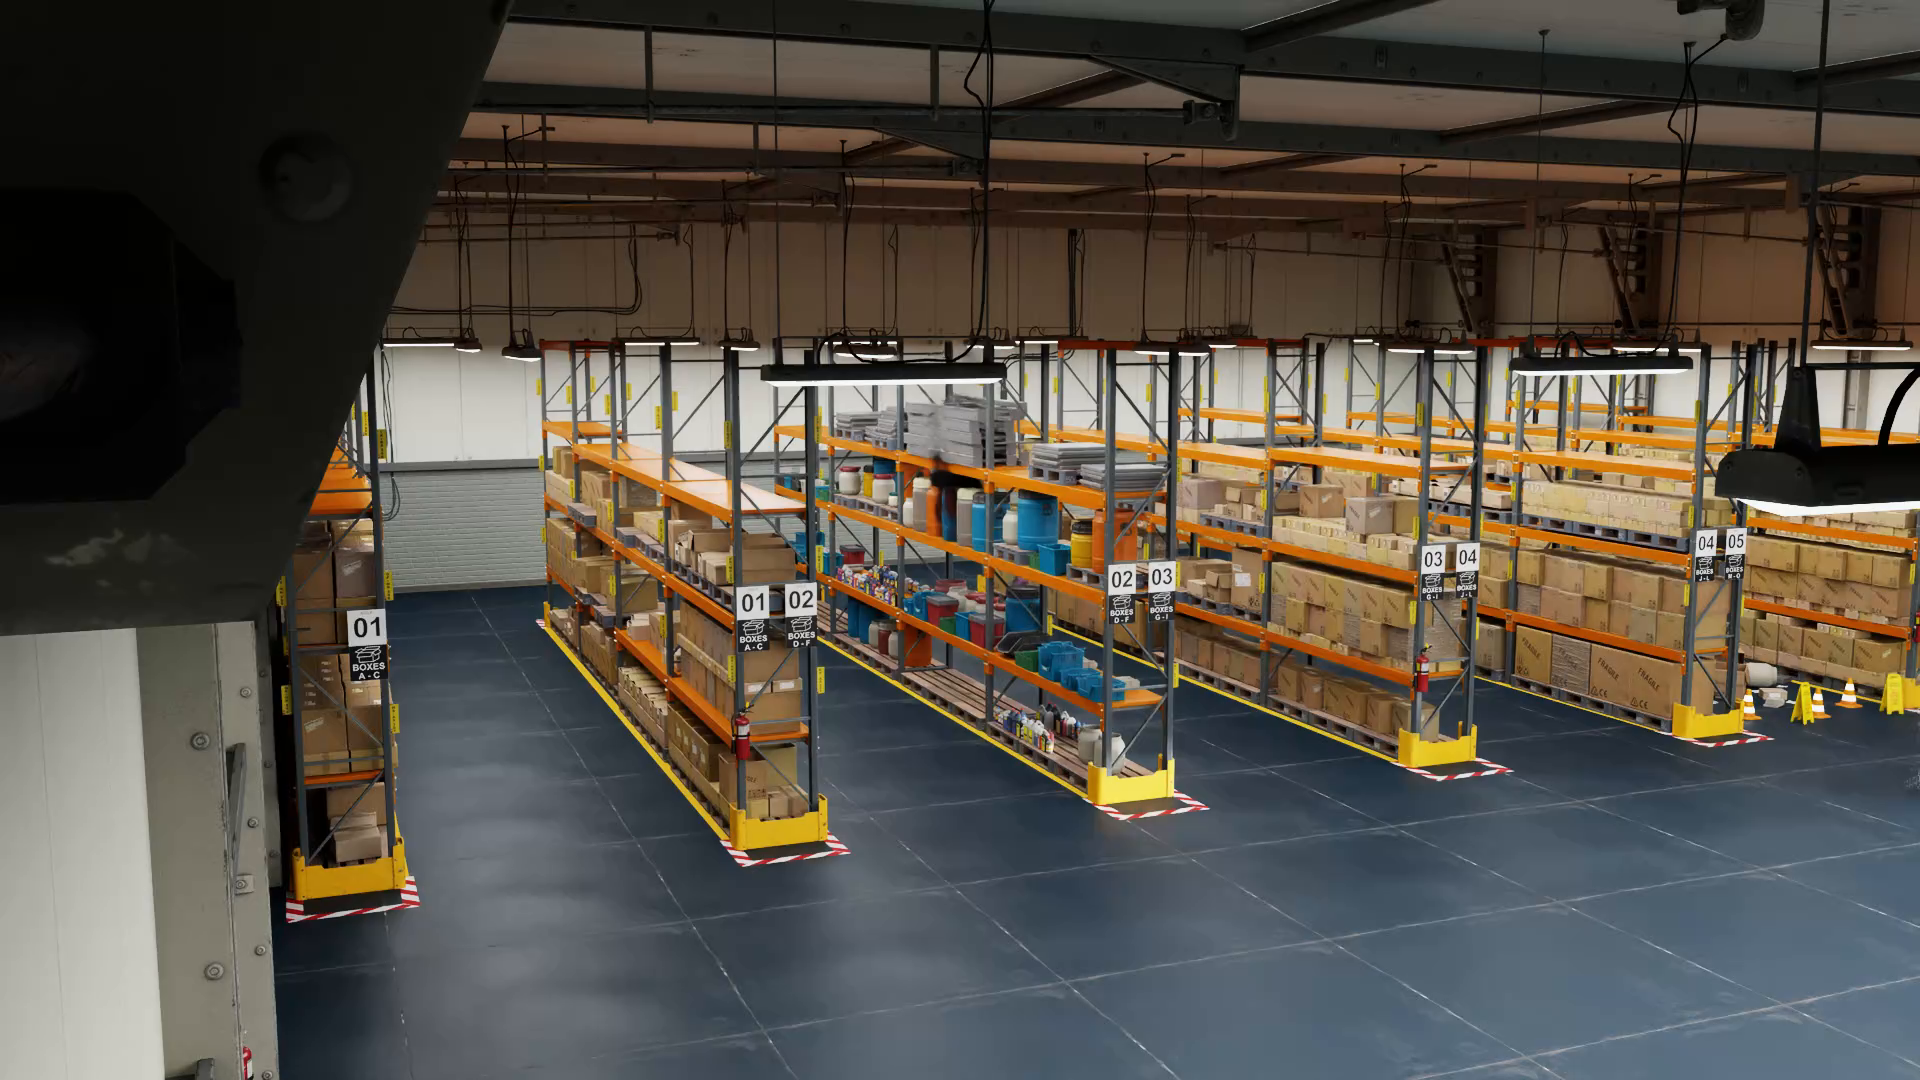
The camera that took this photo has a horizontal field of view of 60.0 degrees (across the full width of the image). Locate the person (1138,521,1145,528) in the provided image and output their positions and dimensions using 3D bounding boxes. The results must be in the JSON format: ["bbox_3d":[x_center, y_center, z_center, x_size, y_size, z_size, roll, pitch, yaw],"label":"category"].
[{"bbox_3d":[4.291,0.343,40.072,0.635,1.576,0.544,0,7,2],"label":"person"}]

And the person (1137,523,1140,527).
[{"bbox_3d":[4.118,0.402,39.527,0.696,1.625,0.642,1,7,4],"label":"person"}]

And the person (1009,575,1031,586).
[{"bbox_3d":[1.214,1.157,33.987,0.522,1.554,0.555,-5,9,-32],"label":"person"}]
